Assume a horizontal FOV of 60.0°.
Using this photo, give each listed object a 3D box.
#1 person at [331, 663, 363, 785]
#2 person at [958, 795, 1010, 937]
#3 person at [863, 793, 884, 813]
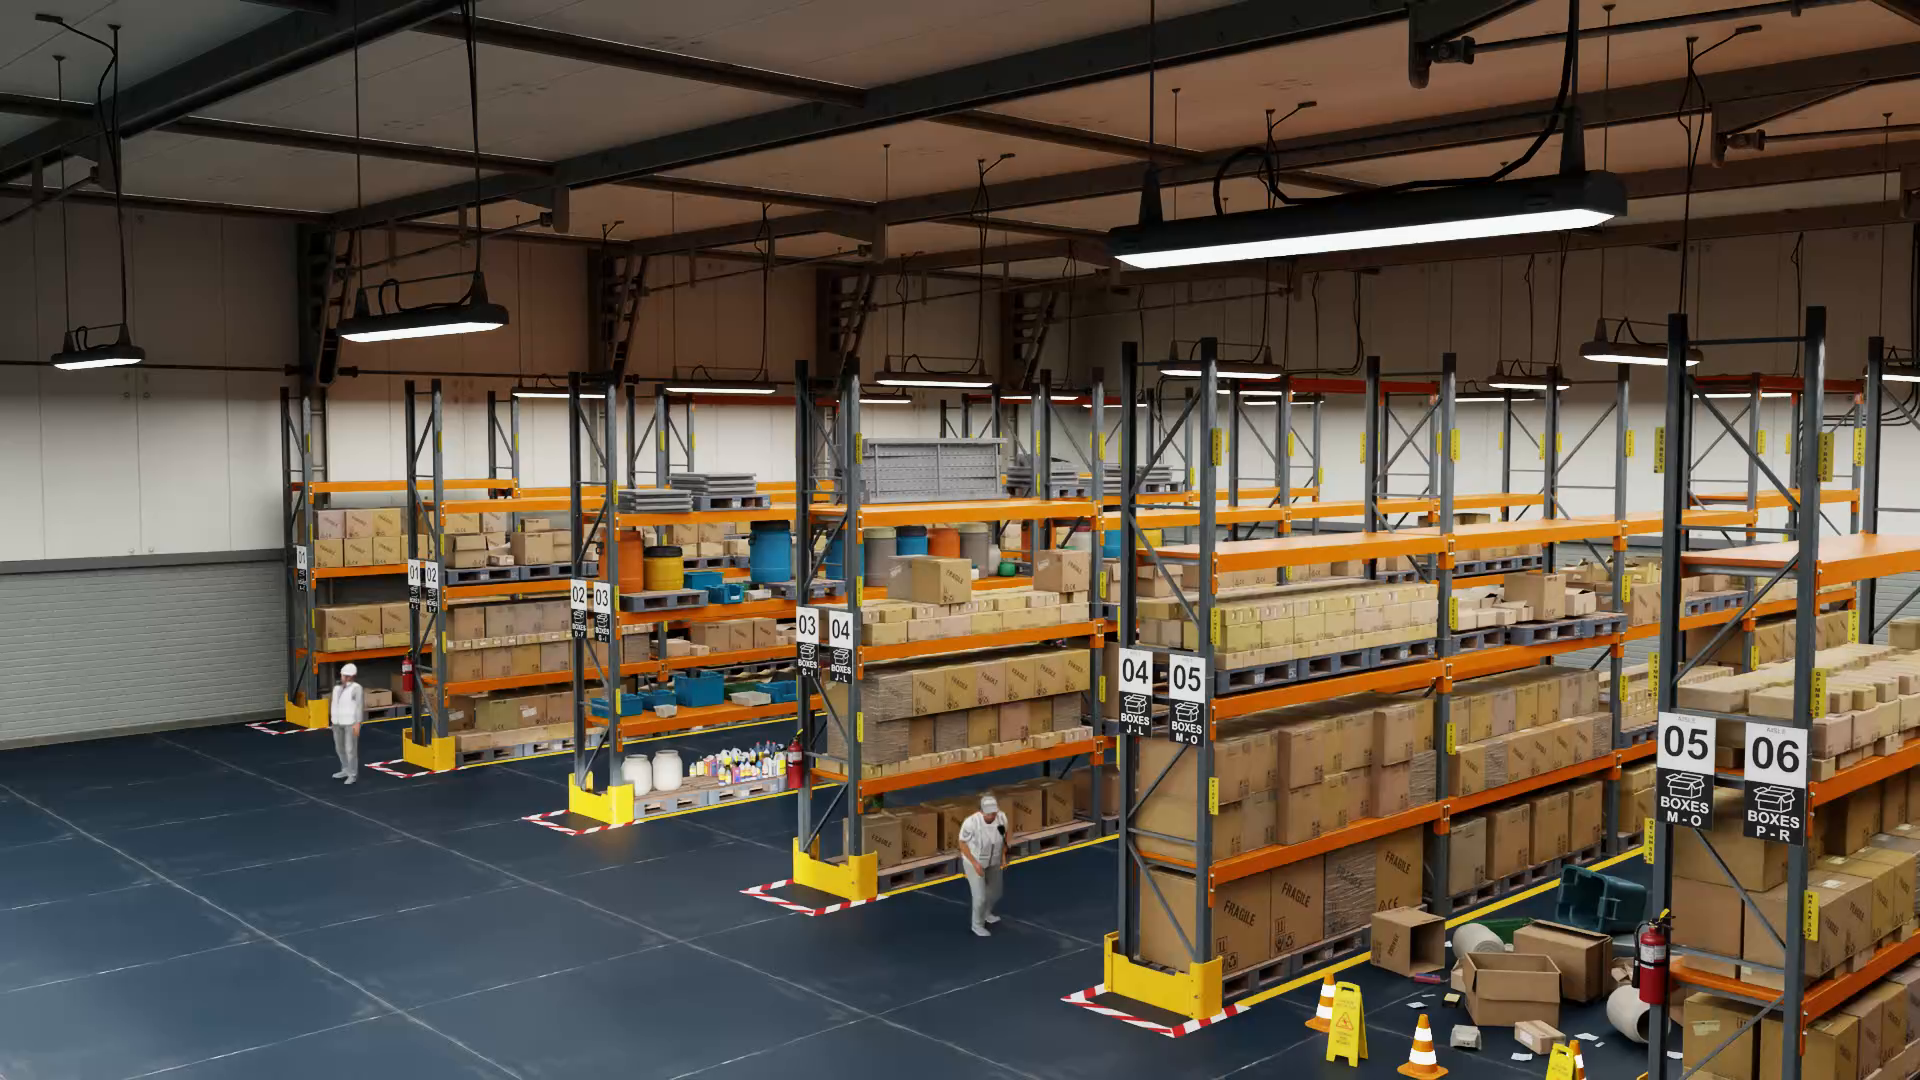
[{"bbox_3d":[-9.101,2.707,24.669,0.614,1.776,0.484,1,4,19],"label":"person"},{"bbox_3d":[0.256,3.321,17.134,0.650,1.523,0.900,-2,4,-27],"label":"person"},{"bbox_3d":[-1.243,2.852,22.413,0.655,1.729,0.816,3,5,39],"label":"person"}]
